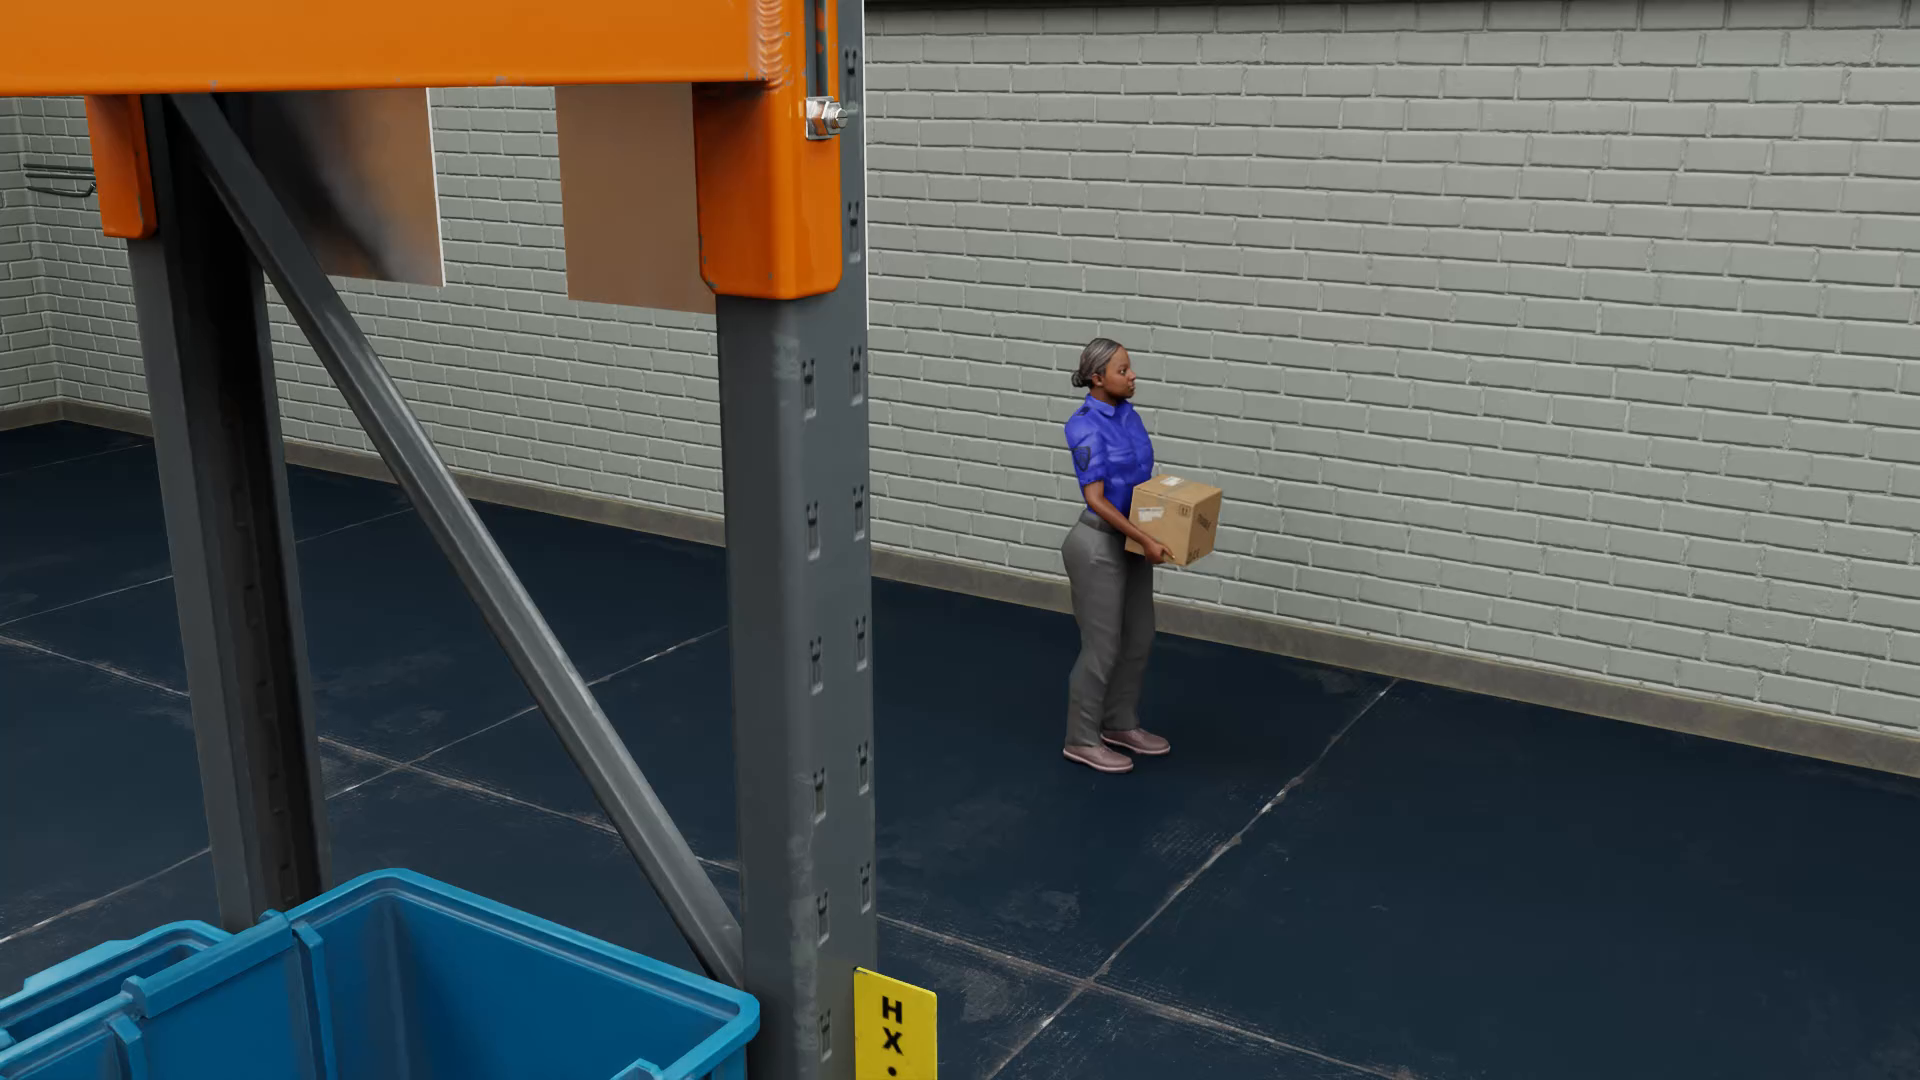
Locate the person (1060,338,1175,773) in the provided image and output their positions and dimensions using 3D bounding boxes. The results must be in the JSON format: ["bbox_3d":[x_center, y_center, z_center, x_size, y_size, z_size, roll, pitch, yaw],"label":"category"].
[{"bbox_3d":[0.640,0.062,6.350,0.515,1.645,0.449,10,19,30],"label":"person"}]
